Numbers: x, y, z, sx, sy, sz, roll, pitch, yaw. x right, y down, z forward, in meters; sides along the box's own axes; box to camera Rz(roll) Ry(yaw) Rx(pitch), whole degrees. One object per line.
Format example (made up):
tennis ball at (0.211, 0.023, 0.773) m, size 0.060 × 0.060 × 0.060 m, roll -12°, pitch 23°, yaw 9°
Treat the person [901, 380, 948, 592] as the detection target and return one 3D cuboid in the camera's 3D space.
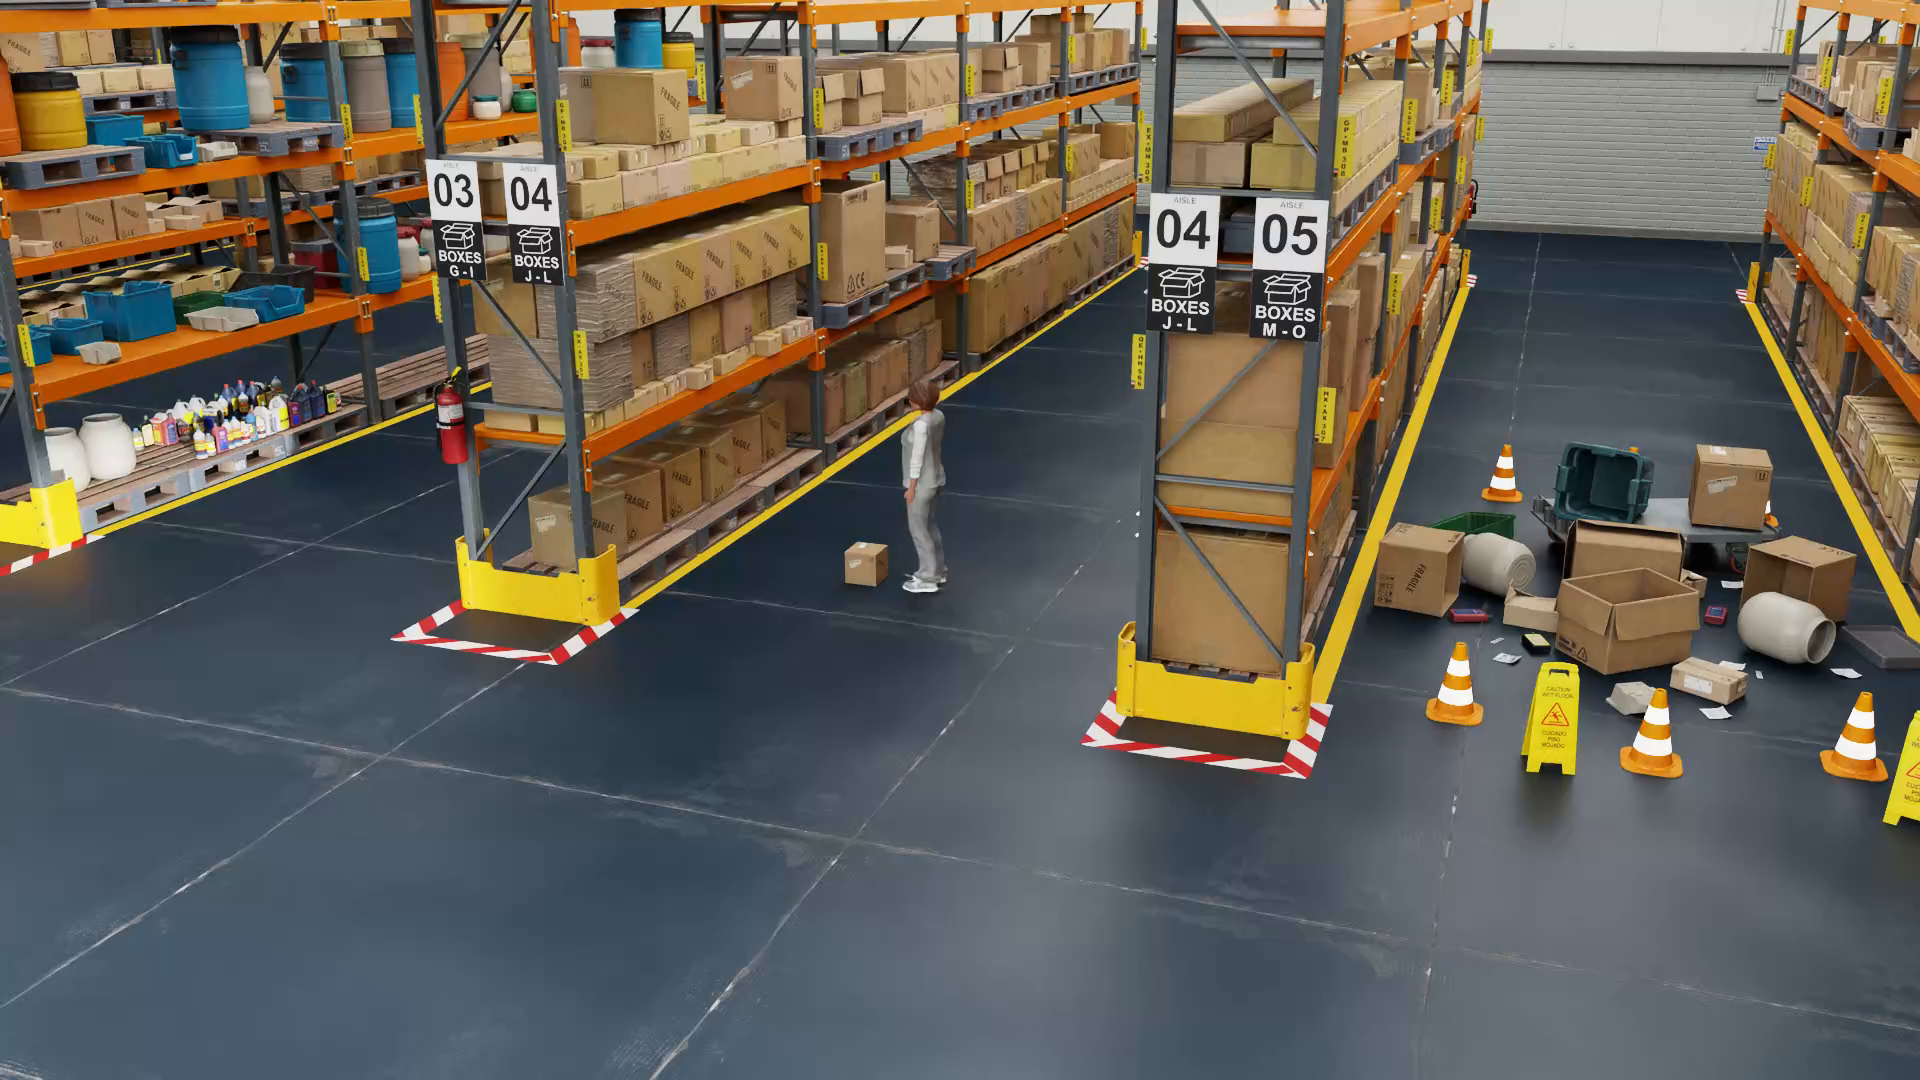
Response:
person at (-0.267, -0.390, 12.244) m, size 0.306 × 1.583 × 0.407 m, roll 7°, pitch 20°, yaw 19°
